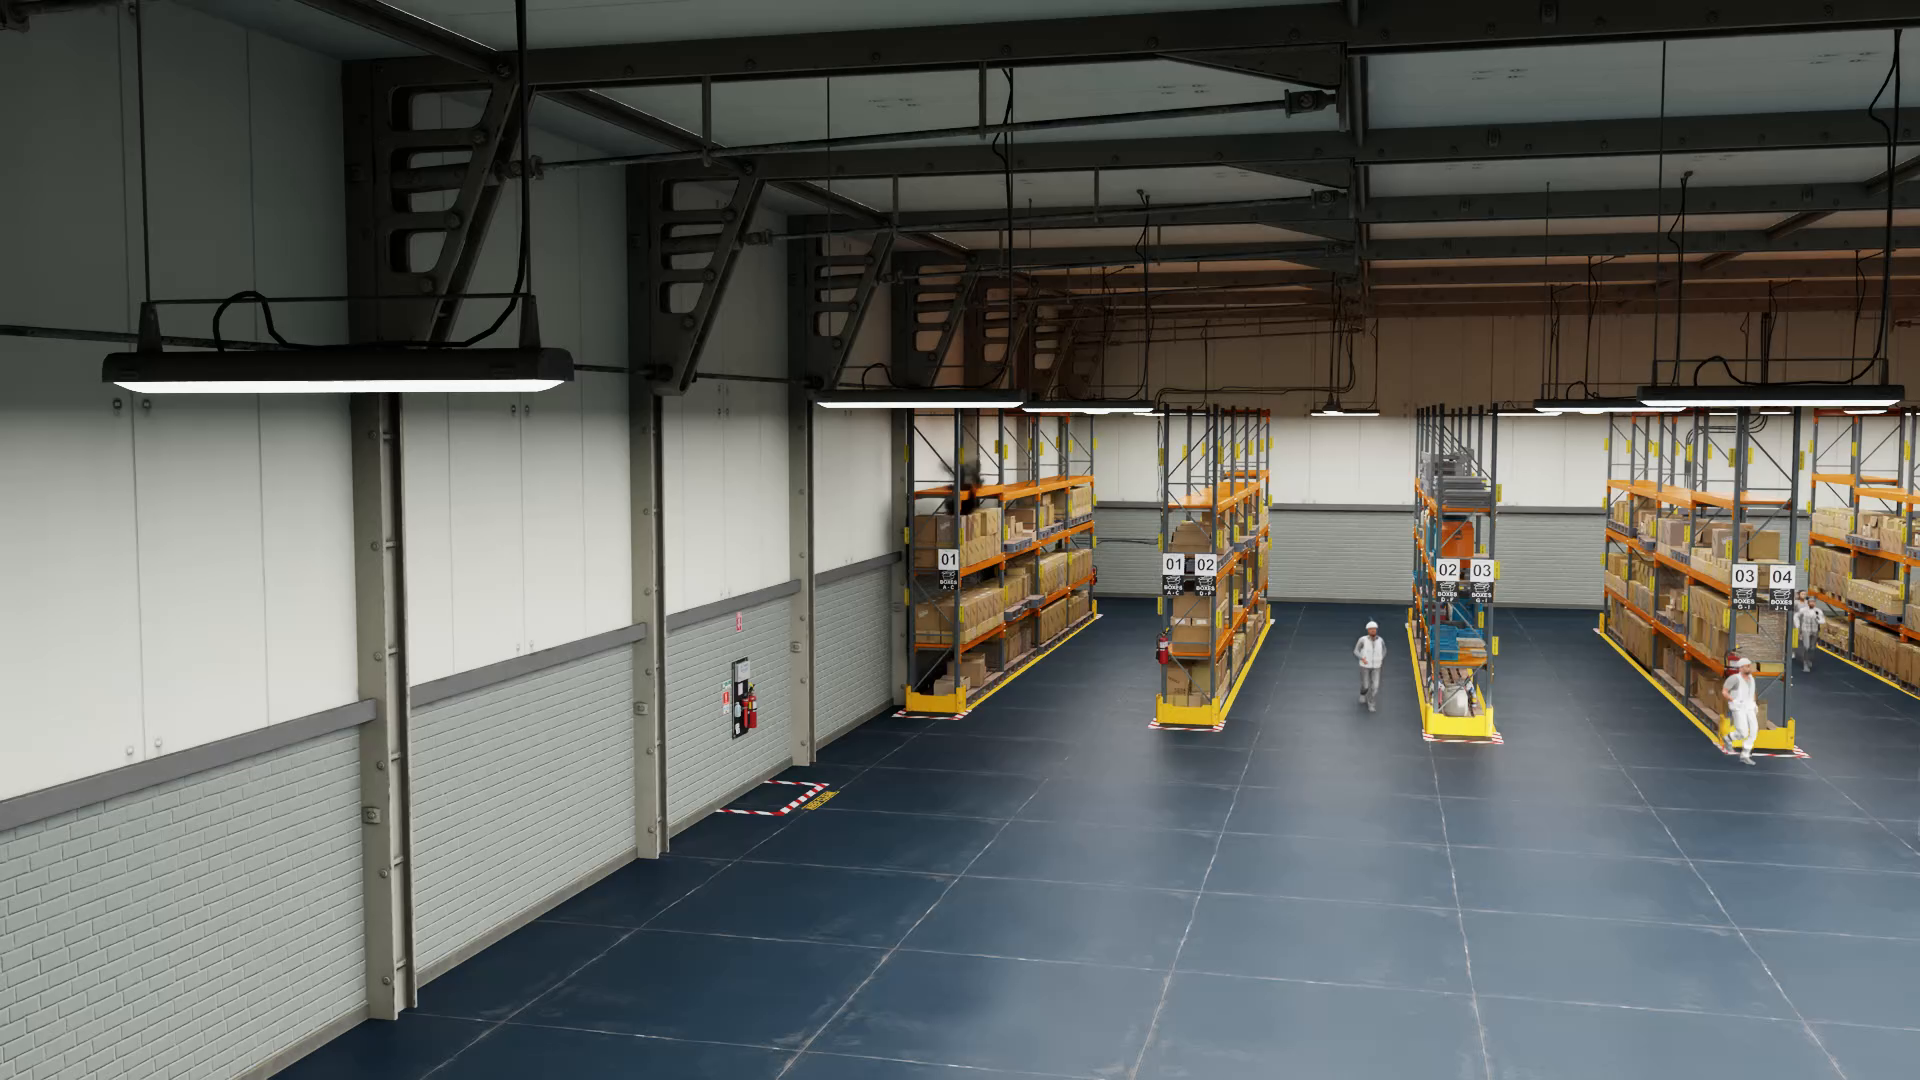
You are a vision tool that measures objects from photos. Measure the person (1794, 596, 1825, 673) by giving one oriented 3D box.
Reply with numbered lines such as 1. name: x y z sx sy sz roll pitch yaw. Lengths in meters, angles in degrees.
1. person: 19.313 2.126 37.784 0.583 1.750 0.746 1 4 15

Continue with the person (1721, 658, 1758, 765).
1. person: 13.033 2.837 27.752 0.697 1.759 0.670 -1 4 -16

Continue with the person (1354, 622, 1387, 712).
1. person: 8.069 2.470 32.664 0.657 1.748 0.752 0 4 0

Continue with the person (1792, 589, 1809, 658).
1. person: 19.852 2.015 39.265 0.580 1.717 0.831 1 4 9
